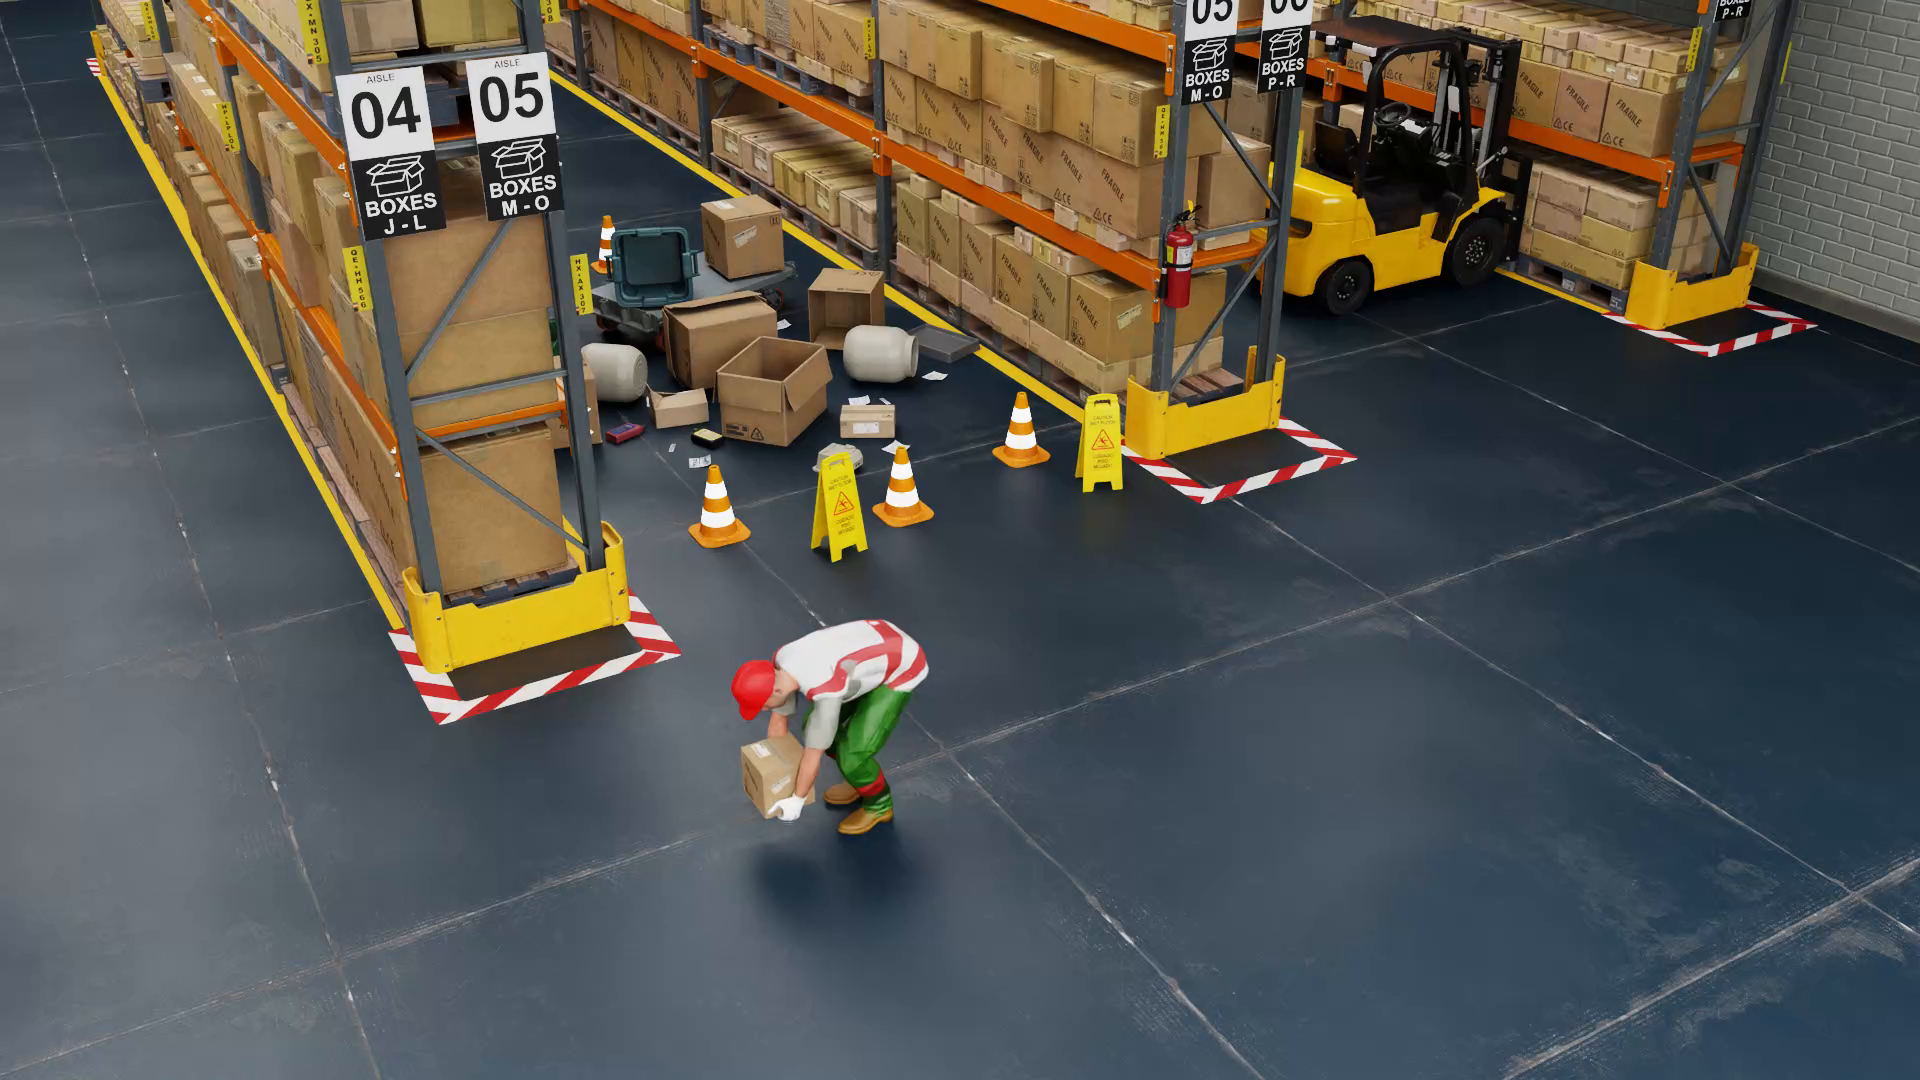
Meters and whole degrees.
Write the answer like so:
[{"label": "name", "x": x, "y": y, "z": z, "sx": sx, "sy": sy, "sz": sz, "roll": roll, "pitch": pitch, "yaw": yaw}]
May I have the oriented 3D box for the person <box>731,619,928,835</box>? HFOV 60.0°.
[{"label": "person", "x": -0.604, "y": 0.886, "z": 7.702, "sx": 0.958, "sy": 1.041, "sz": 0.522, "roll": -17, "pitch": 33, "yaw": -29}]
